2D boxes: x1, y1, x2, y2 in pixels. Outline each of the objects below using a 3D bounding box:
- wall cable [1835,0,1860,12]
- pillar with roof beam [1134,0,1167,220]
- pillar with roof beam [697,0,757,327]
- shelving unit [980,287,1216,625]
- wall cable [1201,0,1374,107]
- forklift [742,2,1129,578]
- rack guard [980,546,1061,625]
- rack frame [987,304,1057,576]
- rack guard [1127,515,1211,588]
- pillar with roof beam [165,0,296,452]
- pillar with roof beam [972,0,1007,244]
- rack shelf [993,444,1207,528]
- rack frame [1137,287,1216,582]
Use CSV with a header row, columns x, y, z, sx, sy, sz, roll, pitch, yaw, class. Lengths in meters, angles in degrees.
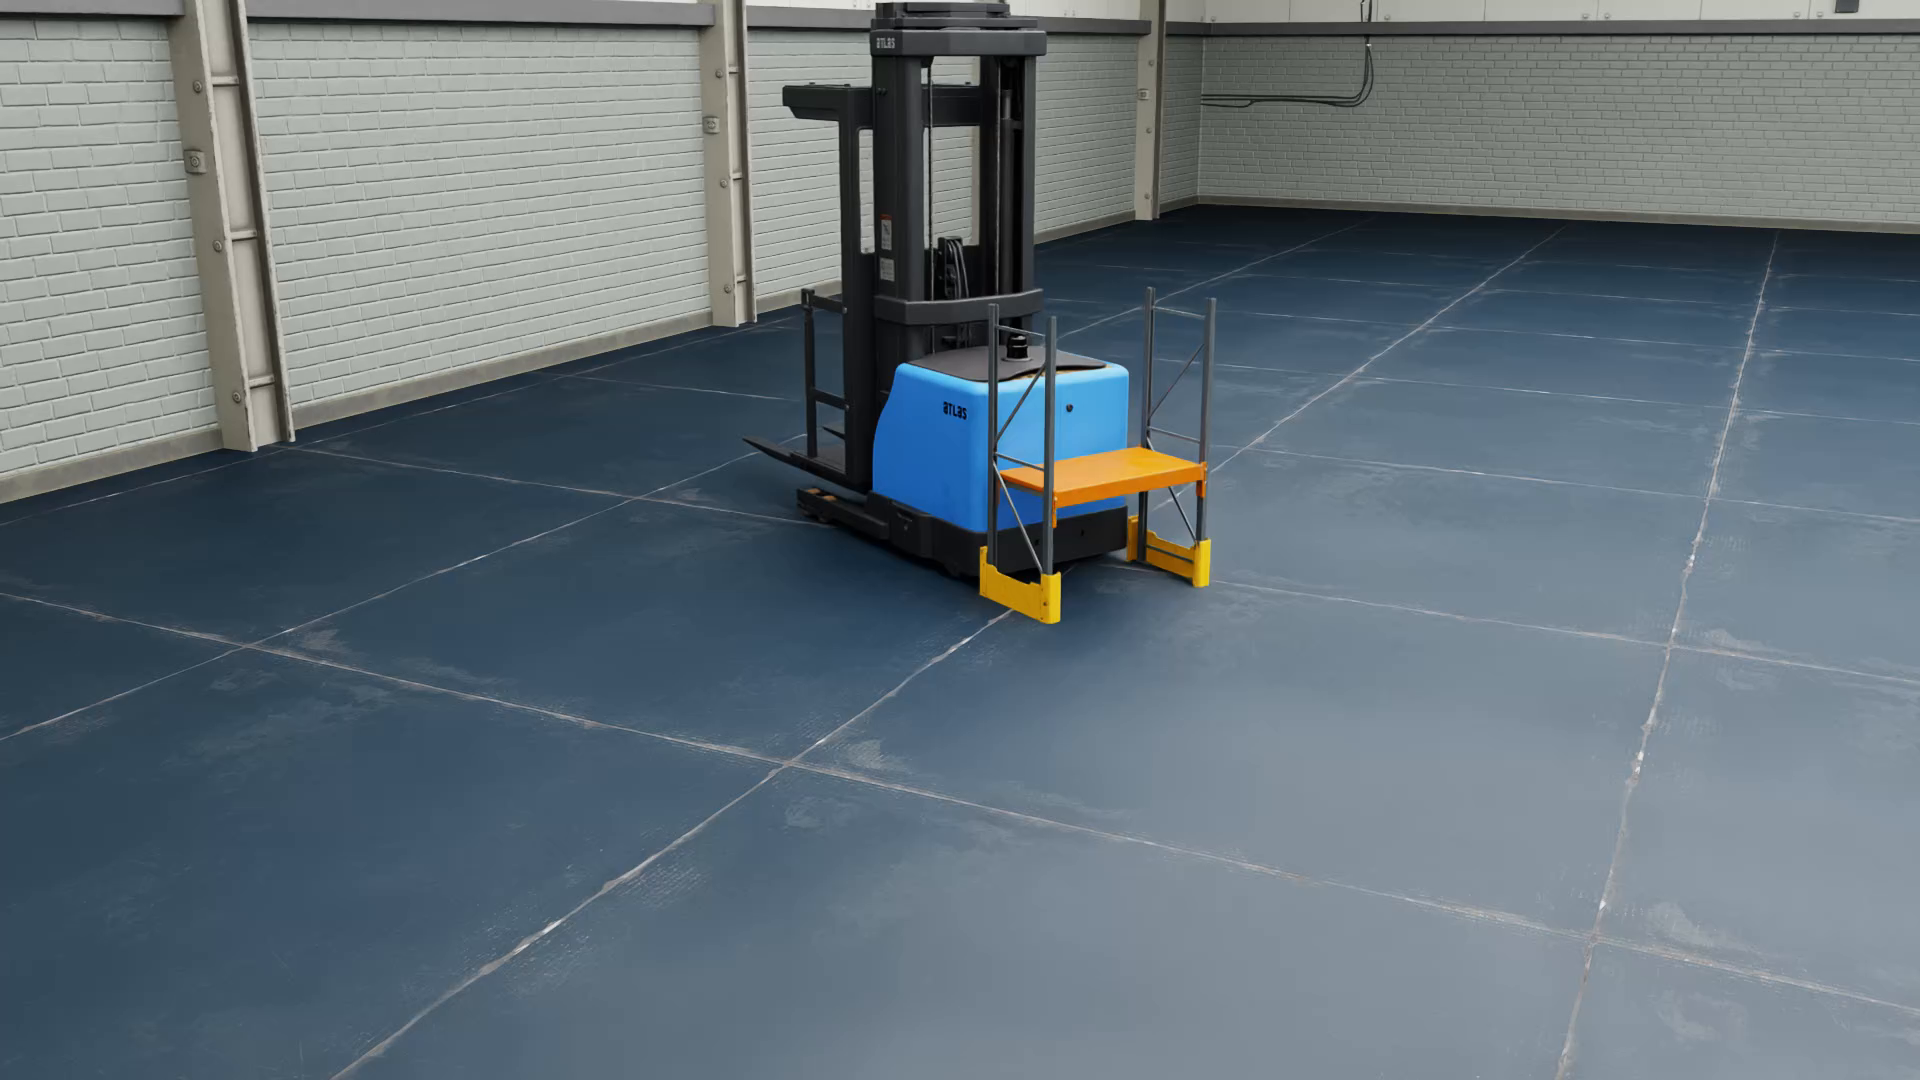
x,y,z,sx,sy,sz,roll,pitch,yaw,class
14.041,-10.583,23.378,2.305,6.003,0.169,8,18,25,wall cable
6.907,-9.035,24.138,9.100,9.000,0.400,8,18,25,pillar with roof beam
1.545,-5.978,13.847,9.100,9.000,0.400,8,18,25,pillar with roof beam
0.703,-0.460,8.437,1.083,1.500,0.587,-11,20,-34,shelving unit
5.555,-8.676,28.384,3.097,2.526,0.112,8,18,25,wall cable
-0.322,-1.572,9.668,1.130,2.935,3.031,-11,20,-33,forklift
0.296,0.221,8.340,0.087,0.250,0.587,-11,20,-34,rack guard
0.295,-0.378,8.161,0.032,1.500,0.500,-11,20,-34,rack frame
1.110,0.058,8.891,0.087,0.250,0.587,-11,20,-34,rack guard
-1.136,-4.450,8.701,9.100,9.000,0.400,8,18,25,pillar with roof beam
4.226,-7.506,18.992,9.100,9.000,0.400,8,18,25,pillar with roof beam
0.711,-0.289,8.493,1.000,0.185,0.538,-11,20,-34,rack shelf
1.126,-0.545,8.723,0.032,1.500,0.500,-11,20,-34,rack frame
